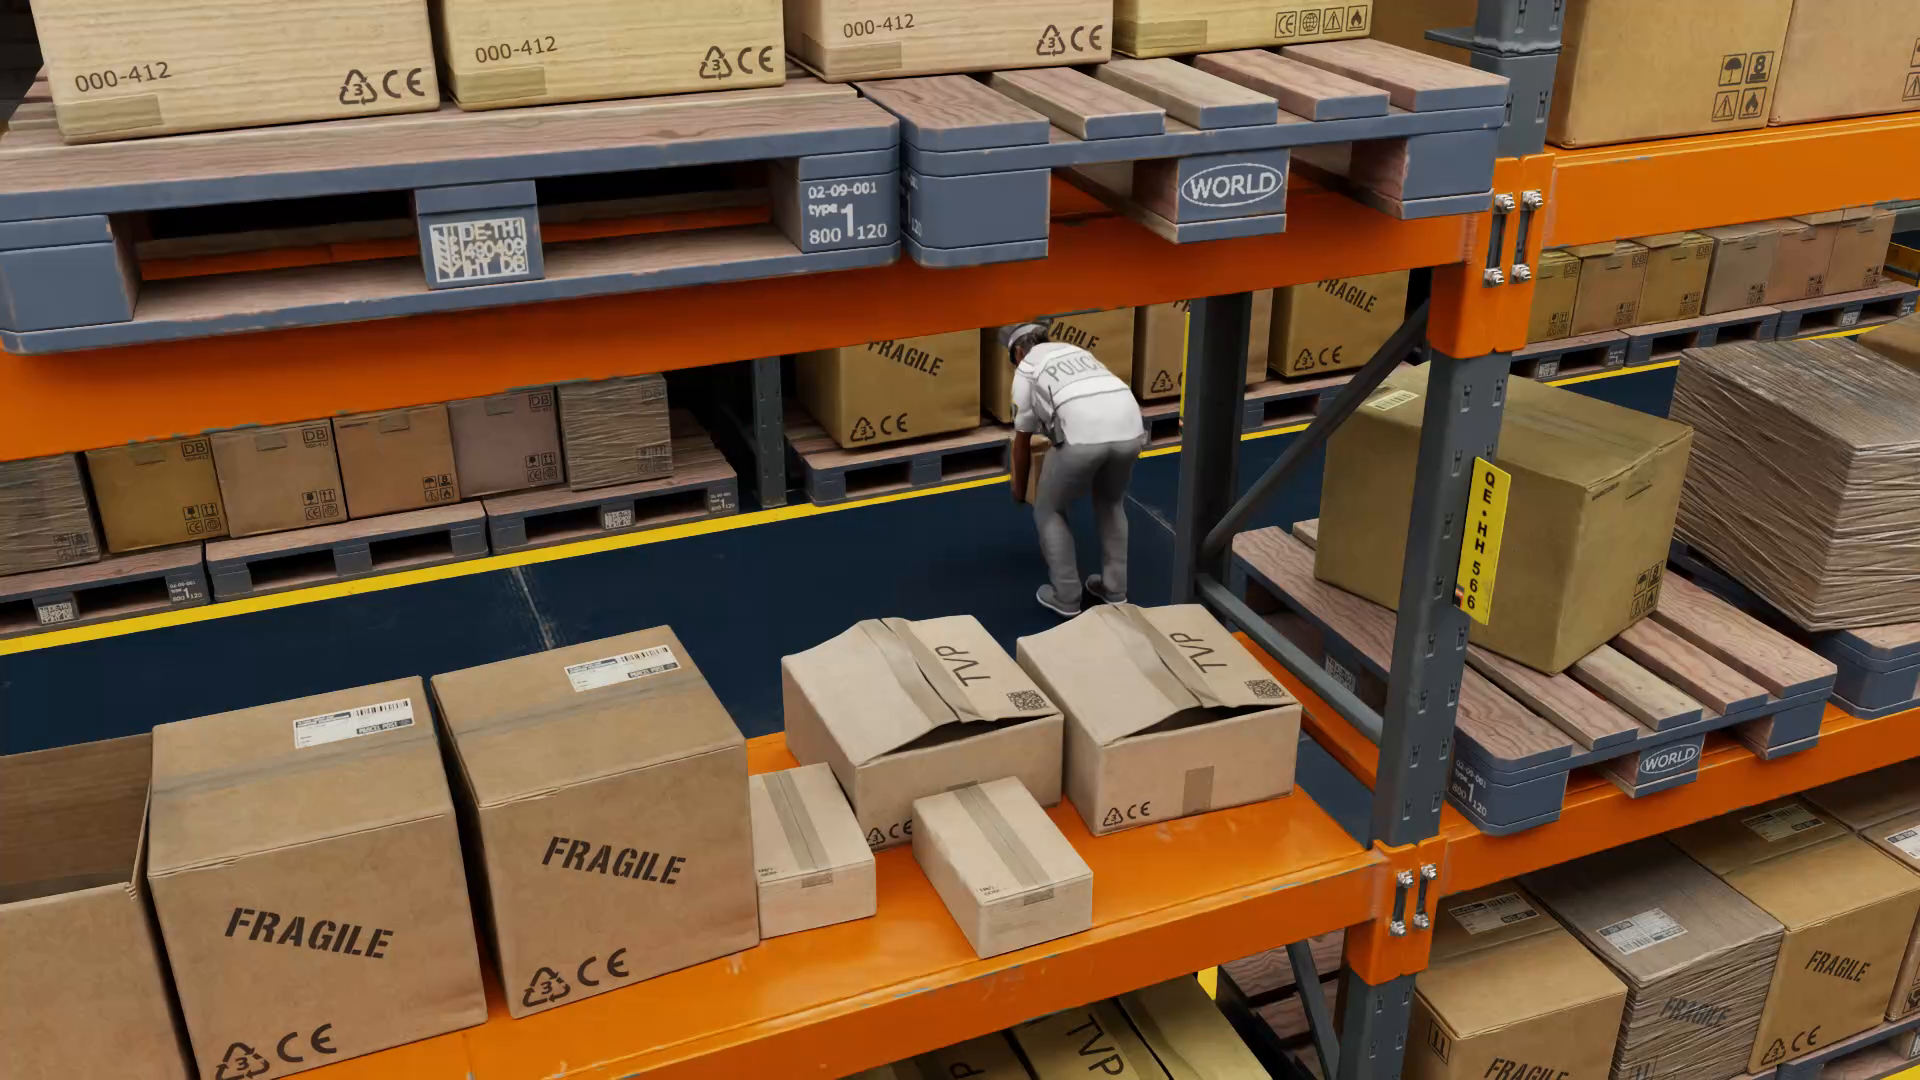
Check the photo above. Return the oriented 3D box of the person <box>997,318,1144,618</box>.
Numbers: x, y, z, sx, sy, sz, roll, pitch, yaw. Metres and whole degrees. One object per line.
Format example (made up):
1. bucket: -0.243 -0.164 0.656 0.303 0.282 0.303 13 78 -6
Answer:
1. person: 0.452 -0.344 7.361 0.419 1.188 0.931 -11 28 -22
